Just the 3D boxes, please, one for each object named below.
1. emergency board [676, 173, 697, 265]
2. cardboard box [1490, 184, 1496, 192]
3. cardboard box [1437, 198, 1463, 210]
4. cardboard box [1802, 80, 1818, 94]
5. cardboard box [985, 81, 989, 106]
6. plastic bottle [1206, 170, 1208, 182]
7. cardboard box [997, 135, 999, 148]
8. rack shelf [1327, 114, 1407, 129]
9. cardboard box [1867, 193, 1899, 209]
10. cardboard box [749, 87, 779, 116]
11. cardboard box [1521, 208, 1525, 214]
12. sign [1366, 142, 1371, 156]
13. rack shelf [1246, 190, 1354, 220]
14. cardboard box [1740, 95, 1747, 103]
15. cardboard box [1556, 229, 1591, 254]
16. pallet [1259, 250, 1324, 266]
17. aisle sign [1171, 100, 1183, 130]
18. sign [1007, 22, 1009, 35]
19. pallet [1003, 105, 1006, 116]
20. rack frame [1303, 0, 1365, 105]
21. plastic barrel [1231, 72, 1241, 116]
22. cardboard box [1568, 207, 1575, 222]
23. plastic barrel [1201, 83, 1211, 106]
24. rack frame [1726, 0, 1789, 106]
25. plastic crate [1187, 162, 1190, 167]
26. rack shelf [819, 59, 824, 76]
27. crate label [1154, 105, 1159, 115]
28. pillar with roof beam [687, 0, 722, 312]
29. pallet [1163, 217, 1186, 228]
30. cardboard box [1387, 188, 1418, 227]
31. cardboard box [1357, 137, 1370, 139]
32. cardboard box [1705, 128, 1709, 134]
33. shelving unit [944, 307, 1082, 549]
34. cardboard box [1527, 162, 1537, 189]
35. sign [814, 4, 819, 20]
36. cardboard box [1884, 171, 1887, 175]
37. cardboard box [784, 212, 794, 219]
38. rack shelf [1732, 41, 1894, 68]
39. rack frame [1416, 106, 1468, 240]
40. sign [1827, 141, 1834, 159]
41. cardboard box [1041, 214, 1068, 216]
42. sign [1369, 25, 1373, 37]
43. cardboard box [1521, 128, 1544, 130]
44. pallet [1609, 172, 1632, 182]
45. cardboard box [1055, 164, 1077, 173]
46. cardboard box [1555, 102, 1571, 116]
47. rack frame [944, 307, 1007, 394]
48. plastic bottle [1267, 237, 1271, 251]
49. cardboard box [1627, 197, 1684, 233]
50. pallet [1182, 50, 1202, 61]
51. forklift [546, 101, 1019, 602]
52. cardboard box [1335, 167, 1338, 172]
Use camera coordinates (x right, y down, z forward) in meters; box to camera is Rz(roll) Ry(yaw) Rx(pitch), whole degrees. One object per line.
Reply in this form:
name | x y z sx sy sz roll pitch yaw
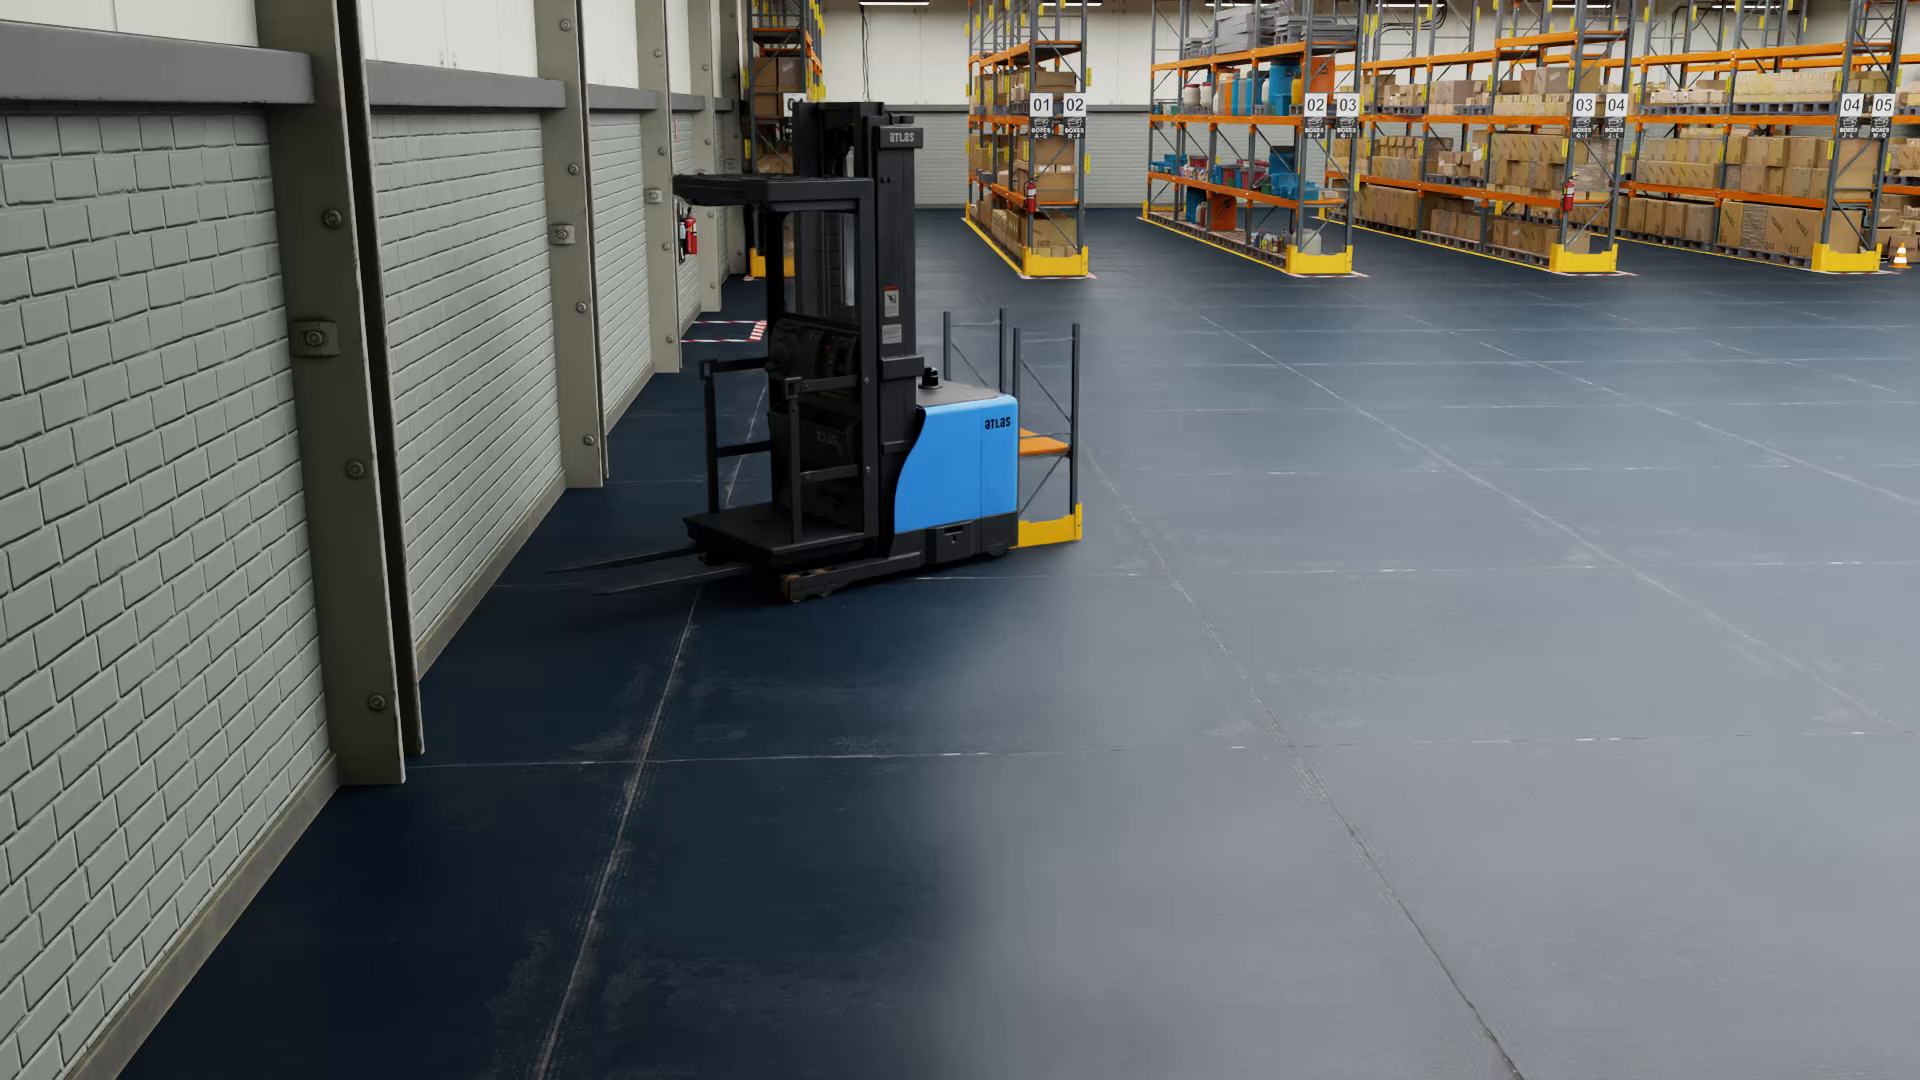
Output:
emergency board | -3.629 -4.285 22.160 0.194 1.169 0.643 -1 14 -3
cardboard box | 11.091 -7.214 34.047 0.380 0.149 0.250 -1 14 -3
cardboard box | 11.199 -7.650 37.868 0.500 0.250 0.500 0 14 -1
cardboard box | 16.240 -8.530 31.301 0.500 0.250 0.500 -1 14 -3
cardboard box | 0.949 -10.920 40.684 0.600 0.600 0.600 -2 15 -9
plastic bottle | 5.733 -8.412 38.433 0.061 0.283 0.133 -1 14 -3
cardboard box | 1.211 -10.076 42.460 0.500 0.500 0.500 -1 14 -5
rack shelf | 10.755 -11.047 43.866 1.077 0.370 4.000 -1 14 -3
cardboard box | 25.434 -9.297 45.813 0.700 0.500 0.500 0 14 -1
cardboard box | -3.487 -7.842 29.725 0.500 0.500 0.500 0 14 1
cardboard box | 15.367 -8.863 44.832 0.380 0.149 0.250 -2 15 -6
sign | 10.326 -9.894 42.064 0.100 0.325 0.005 -1 14 -3
rack shelf | 6.555 -6.533 32.343 1.077 0.370 4.000 -1 14 -3
cardboard box | 16.033 -8.930 33.654 0.380 0.149 0.250 -1 14 -3
cardboard box | 11.601 -5.609 31.481 0.500 0.500 0.500 2 15 7
pallet | 6.510 -5.557 32.701 1.003 0.211 1.213 -1 14 -3
aisle sign | 5.976 -11.645 45.549 0.394 0.787 0.004 -1 14 -3
sign | 1.299 -13.726 44.622 0.100 0.325 0.005 -1 14 -3
pallet | 1.443 -9.214 35.678 1.003 0.211 1.213 0 14 -1
rack frame | 6.679 -9.290 29.573 1.000 3.000 0.127 -1 14 -3
plastic barrel | 6.102 -9.523 35.494 0.600 0.901 0.708 -1 14 -3
cardboard box | 15.617 -8.302 41.946 0.500 0.500 0.500 0 14 -1
plastic barrel | 5.923 -10.535 39.315 0.433 0.535 0.433 0 14 0
rack frame | 16.332 -10.413 33.936 1.000 3.000 0.127 -1 14 -3
plastic crate | 6.025 -9.723 43.414 0.437 0.282 0.530 -1 14 -3
rack shelf | -4.076 -12.077 42.650 1.077 0.370 4.000 -1 14 -3
crate label | 5.423 -11.510 44.520 0.408 0.251 0.502 -1 14 -3
pillar with roof beam | 0.553 -7.872 24.062 9.100 9.000 0.400 -1 14 -3
pallet | 5.852 -8.201 42.976 1.003 0.211 1.213 -1 14 -3
cardboard box | 11.058 -8.019 40.093 1.225 0.875 0.875 -1 14 -3
cardboard box | 10.924 -10.758 45.516 0.500 0.500 0.500 -1 14 -3
cardboard box | 20.334 -11.024 44.845 0.380 0.149 0.250 -1 14 -3
shelving unit | 0.341 -0.819 11.698 0.587 1.500 1.083 -7 16 -26
cardboard box | 11.478 -7.038 32.063 0.875 0.500 0.500 -1 14 -3
sign | -3.163 -11.628 36.627 0.100 0.325 0.005 -1 14 -3
cardboard box | 20.953 -8.265 37.290 0.380 0.149 0.250 0 14 -1
cardboard box | -3.549 -6.884 34.892 0.500 0.250 0.500 -1 14 -5
rack shelf | 16.456 -9.373 32.143 1.077 0.370 4.000 -1 14 -3
rack frame | 11.127 -8.451 38.350 1.000 3.000 0.127 -1 14 -3
sign | 16.037 -7.183 30.625 0.100 0.325 0.005 -1 14 -3
cardboard box | 1.834 -6.054 32.205 0.500 0.500 0.500 -1 14 -3
sign | 11.174 -13.841 45.228 0.100 0.325 0.005 -1 14 -3
cardboard box | 15.399 -10.797 44.668 0.500 0.500 0.500 -1 14 -5
pallet | 15.933 -8.585 39.257 1.213 0.211 1.003 -1 14 -3
cardboard box | 1.926 -6.772 30.326 0.380 0.149 0.250 -1 14 -4
cardboard box | 11.339 -7.957 30.713 0.500 0.250 0.500 -1 14 -2
rack frame | 0.111 -0.929 12.127 0.500 1.500 0.032 -7 16 -26
plastic bottle | 6.131 -5.826 32.733 0.152 0.276 0.135 -1 14 -5
cardboard box | 16.032 -7.463 38.184 1.050 0.750 0.750 -1 14 -4
pallet | 6.018 -11.784 40.447 1.003 0.211 1.213 -1 14 -3
forklift | -1.081 -1.192 10.278 3.031 2.935 1.130 -11 18 -37
cardboard box | 10.375 -10.033 45.004 0.380 0.149 0.250 -1 14 -4
